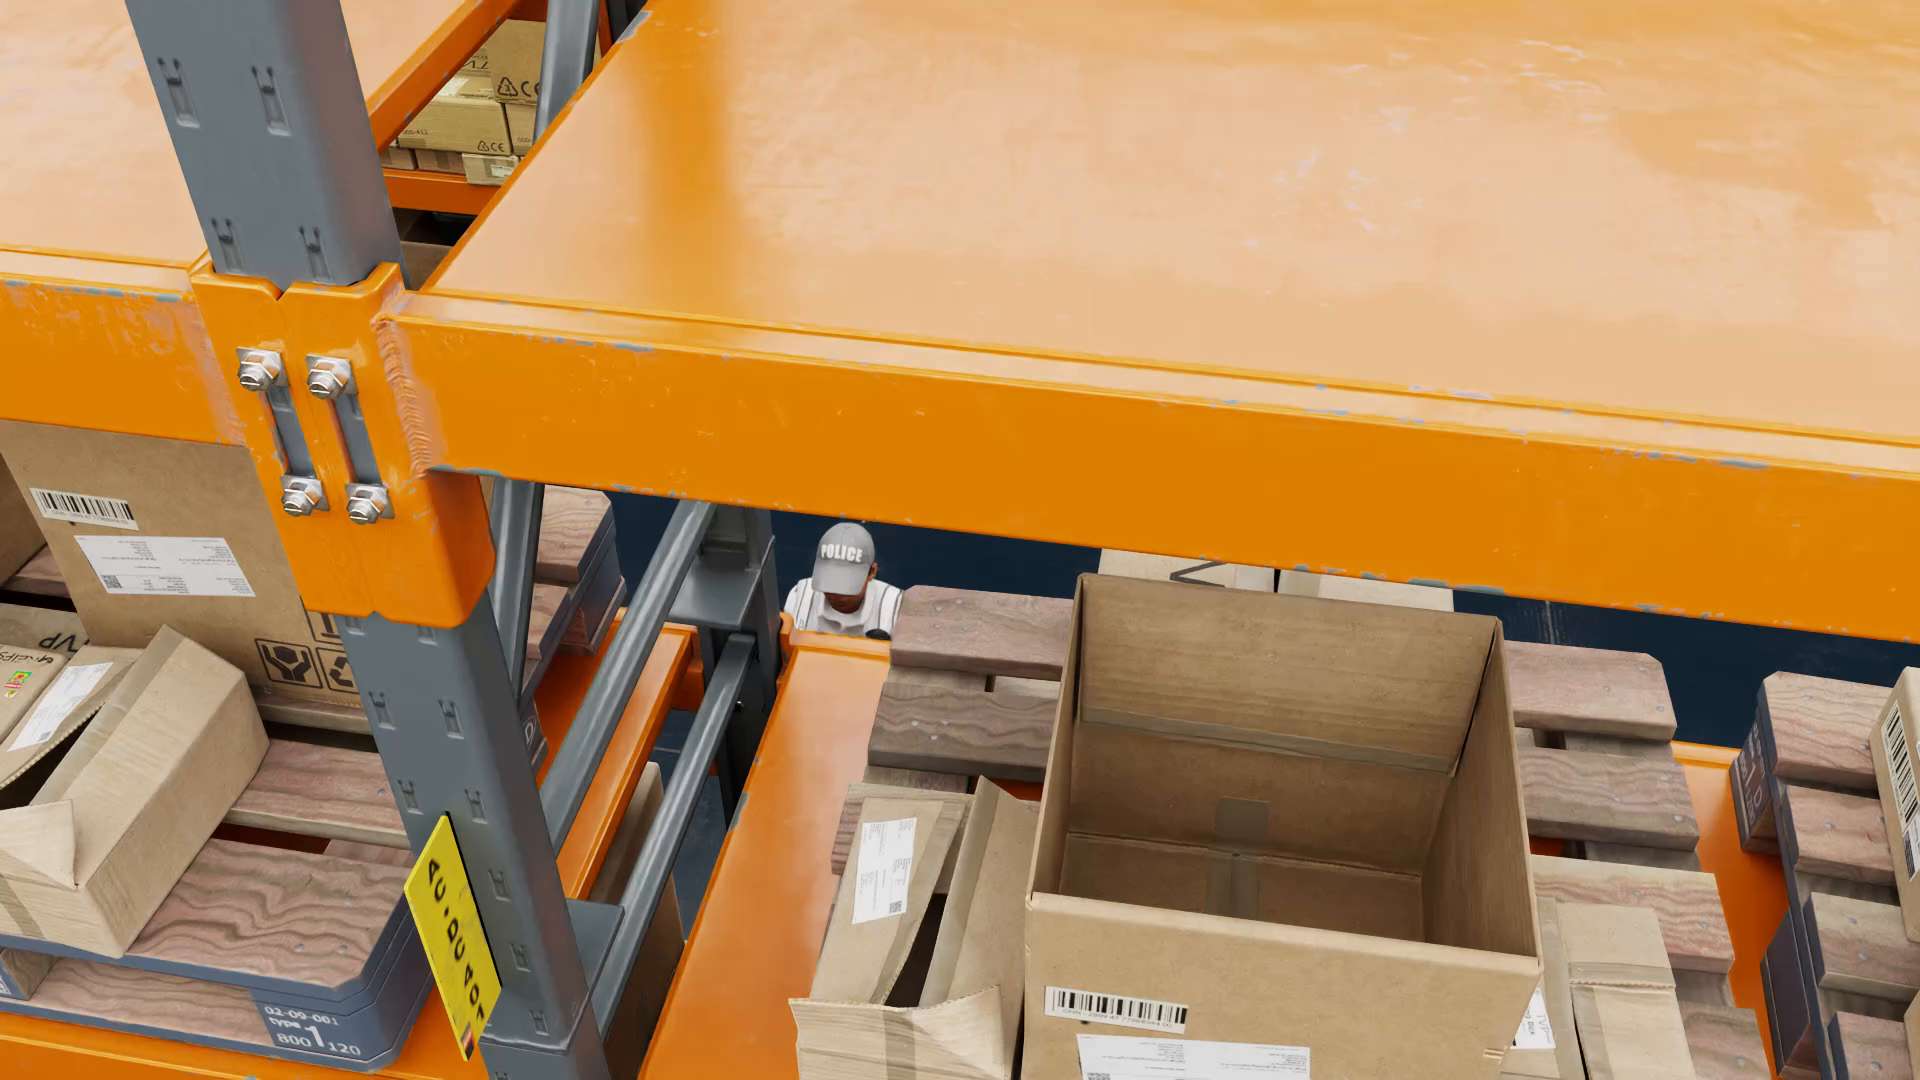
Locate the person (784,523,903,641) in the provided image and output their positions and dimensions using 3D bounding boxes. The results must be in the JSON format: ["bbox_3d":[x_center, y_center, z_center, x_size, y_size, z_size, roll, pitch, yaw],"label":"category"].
[{"bbox_3d":[-0.356,0.640,5.412,0.491,1.671,0.597,8,41,9],"label":"person"}]
